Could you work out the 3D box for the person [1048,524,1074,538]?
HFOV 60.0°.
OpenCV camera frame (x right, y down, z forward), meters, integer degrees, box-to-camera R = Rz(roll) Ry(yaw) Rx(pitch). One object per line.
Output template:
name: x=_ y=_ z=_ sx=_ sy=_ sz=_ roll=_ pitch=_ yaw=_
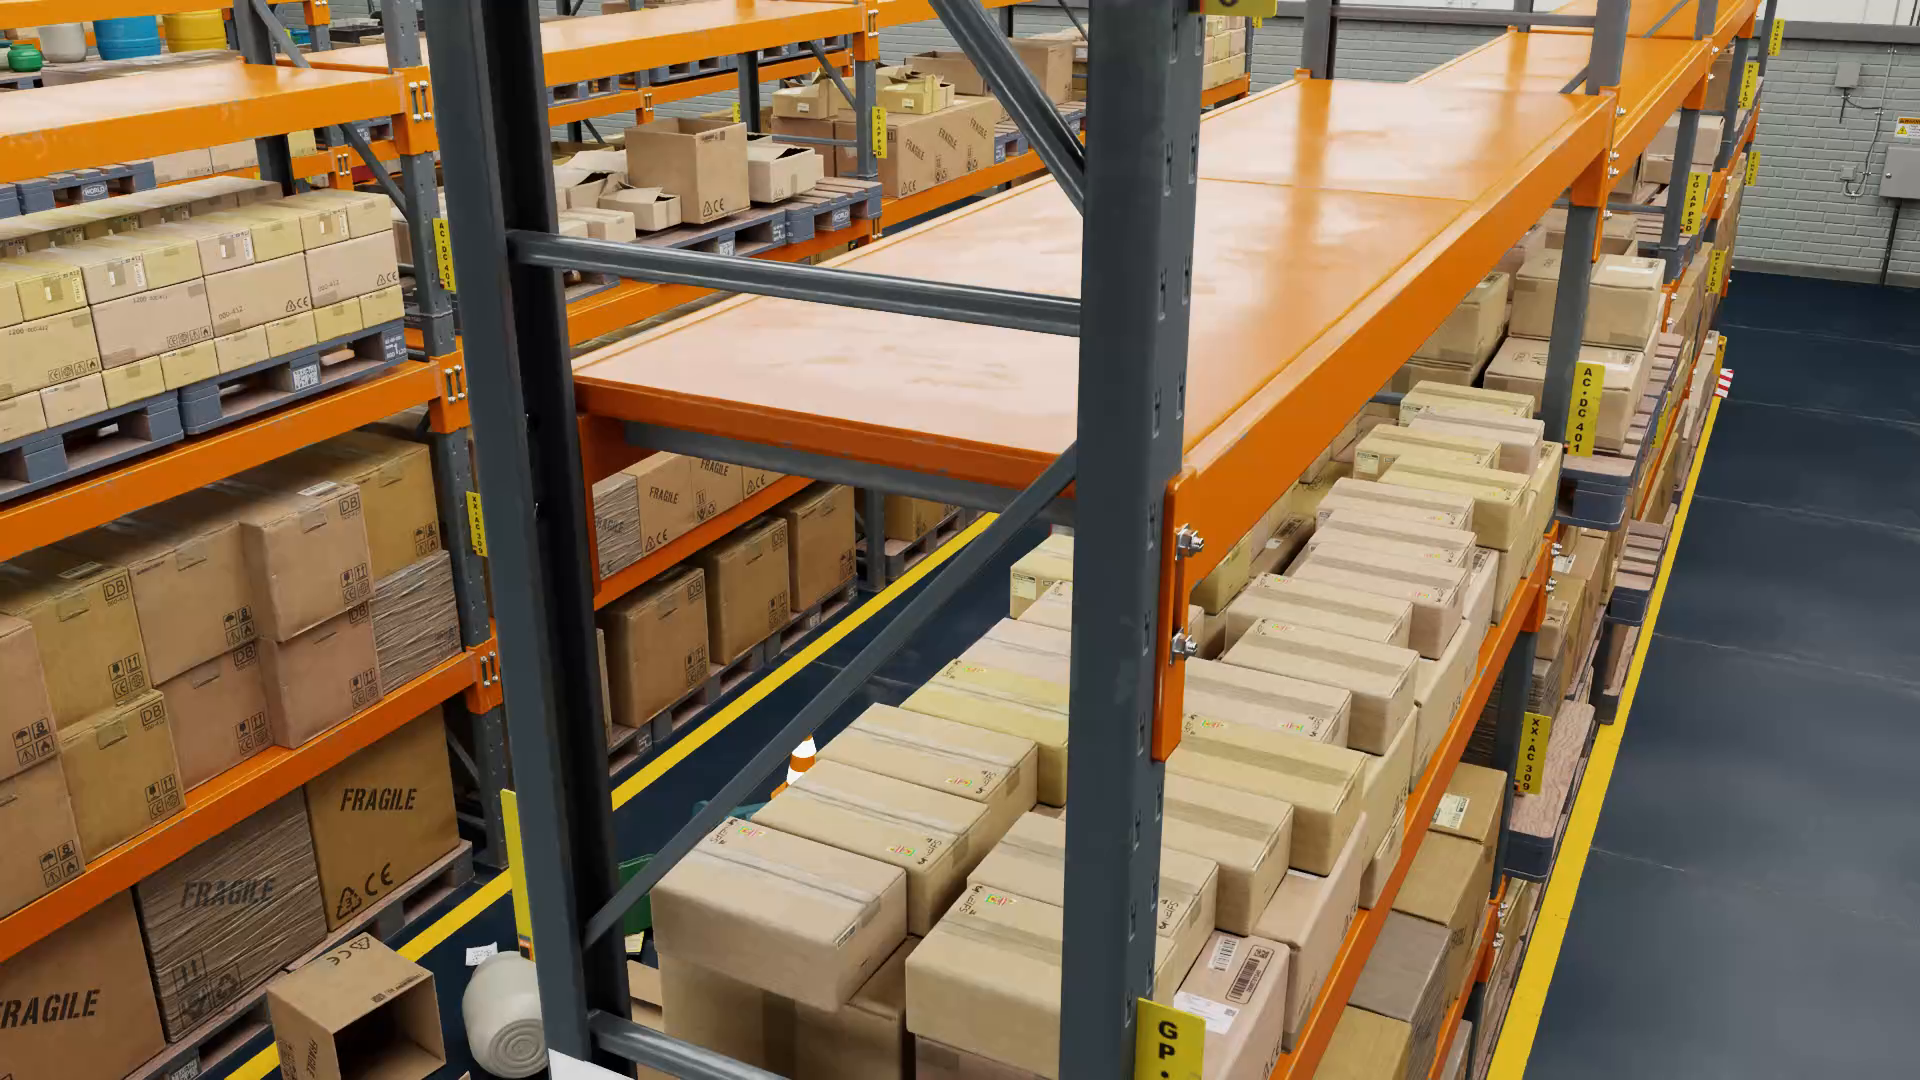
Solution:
person: x=0.751 y=0.248 z=10.135 sx=0.431 sy=1.782 sz=0.563 roll=10 pitch=25 yaw=23
